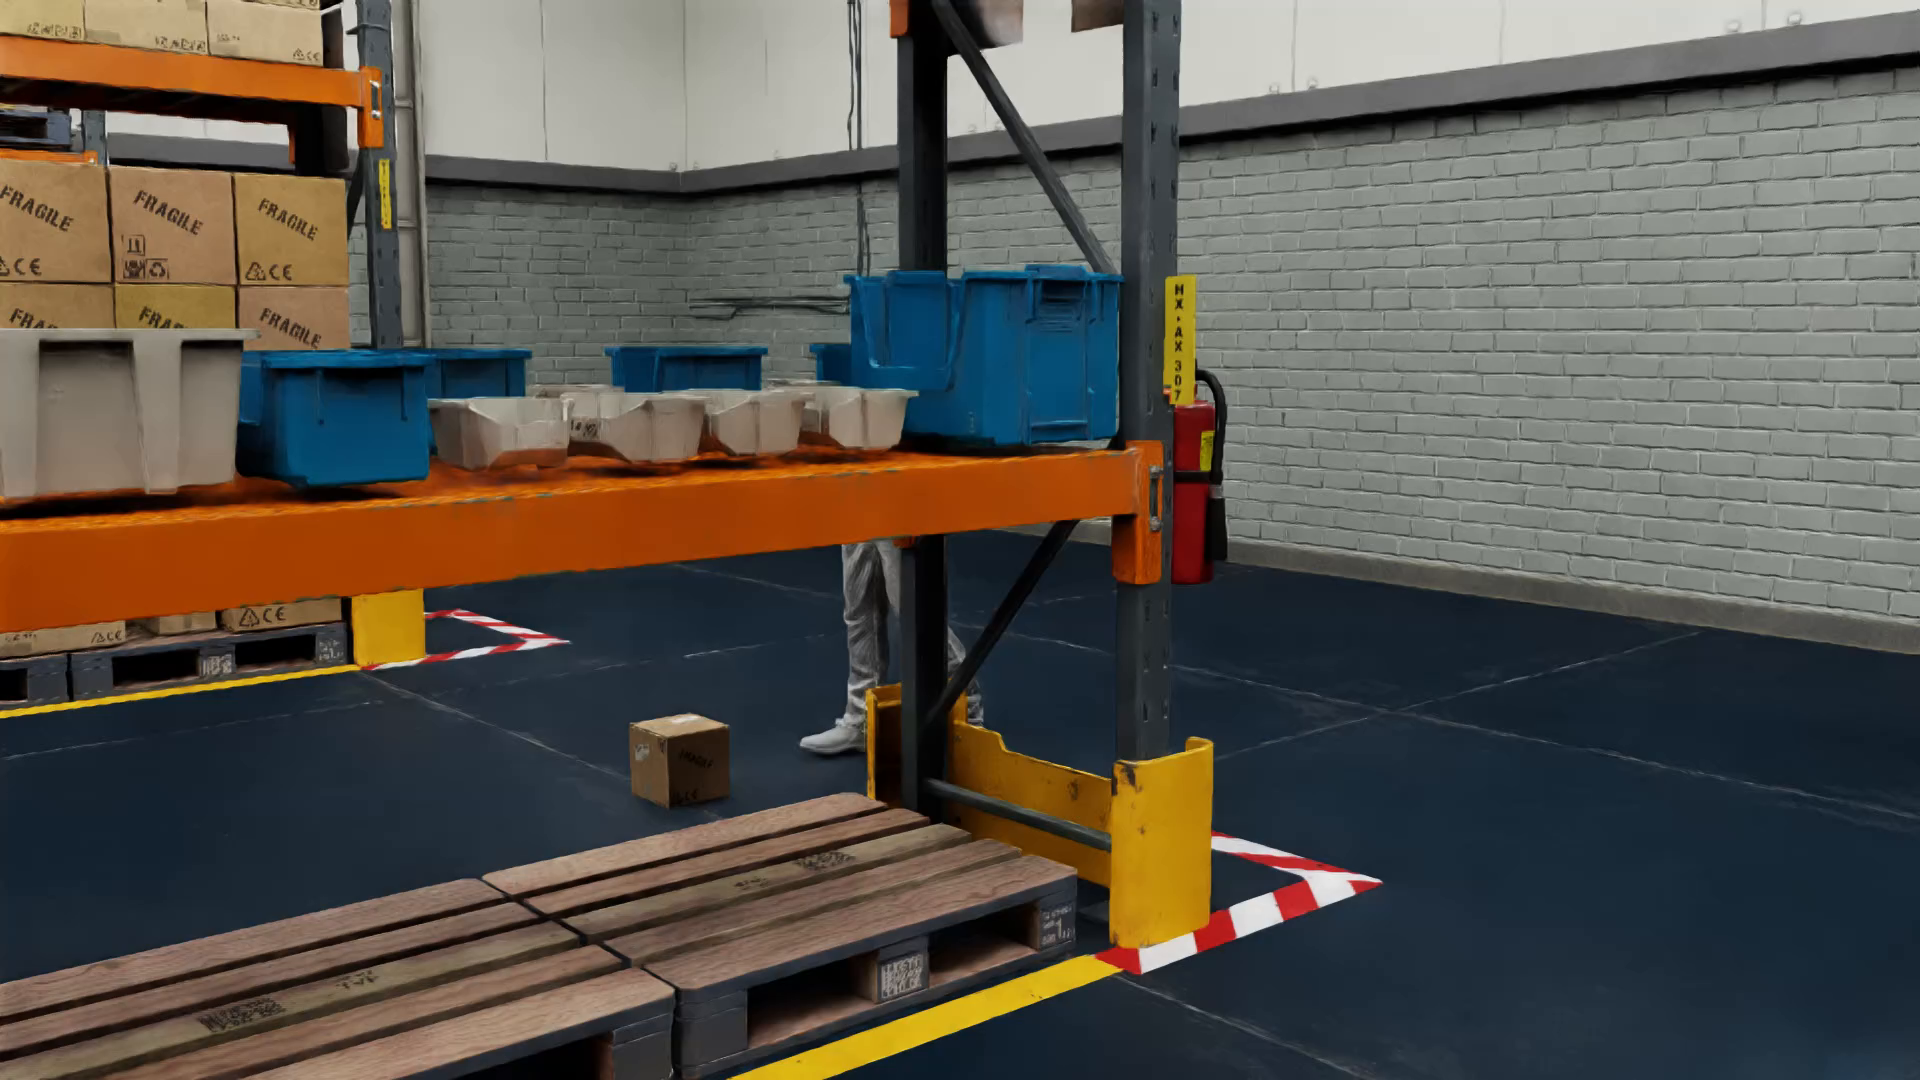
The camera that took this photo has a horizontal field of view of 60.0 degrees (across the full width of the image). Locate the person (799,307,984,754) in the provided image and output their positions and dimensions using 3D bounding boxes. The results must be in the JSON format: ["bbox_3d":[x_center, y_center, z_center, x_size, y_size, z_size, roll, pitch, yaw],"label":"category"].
[{"bbox_3d":[-0.260,-0.079,6.220,0.654,1.790,0.566,-4,8,-30],"label":"person"}]
